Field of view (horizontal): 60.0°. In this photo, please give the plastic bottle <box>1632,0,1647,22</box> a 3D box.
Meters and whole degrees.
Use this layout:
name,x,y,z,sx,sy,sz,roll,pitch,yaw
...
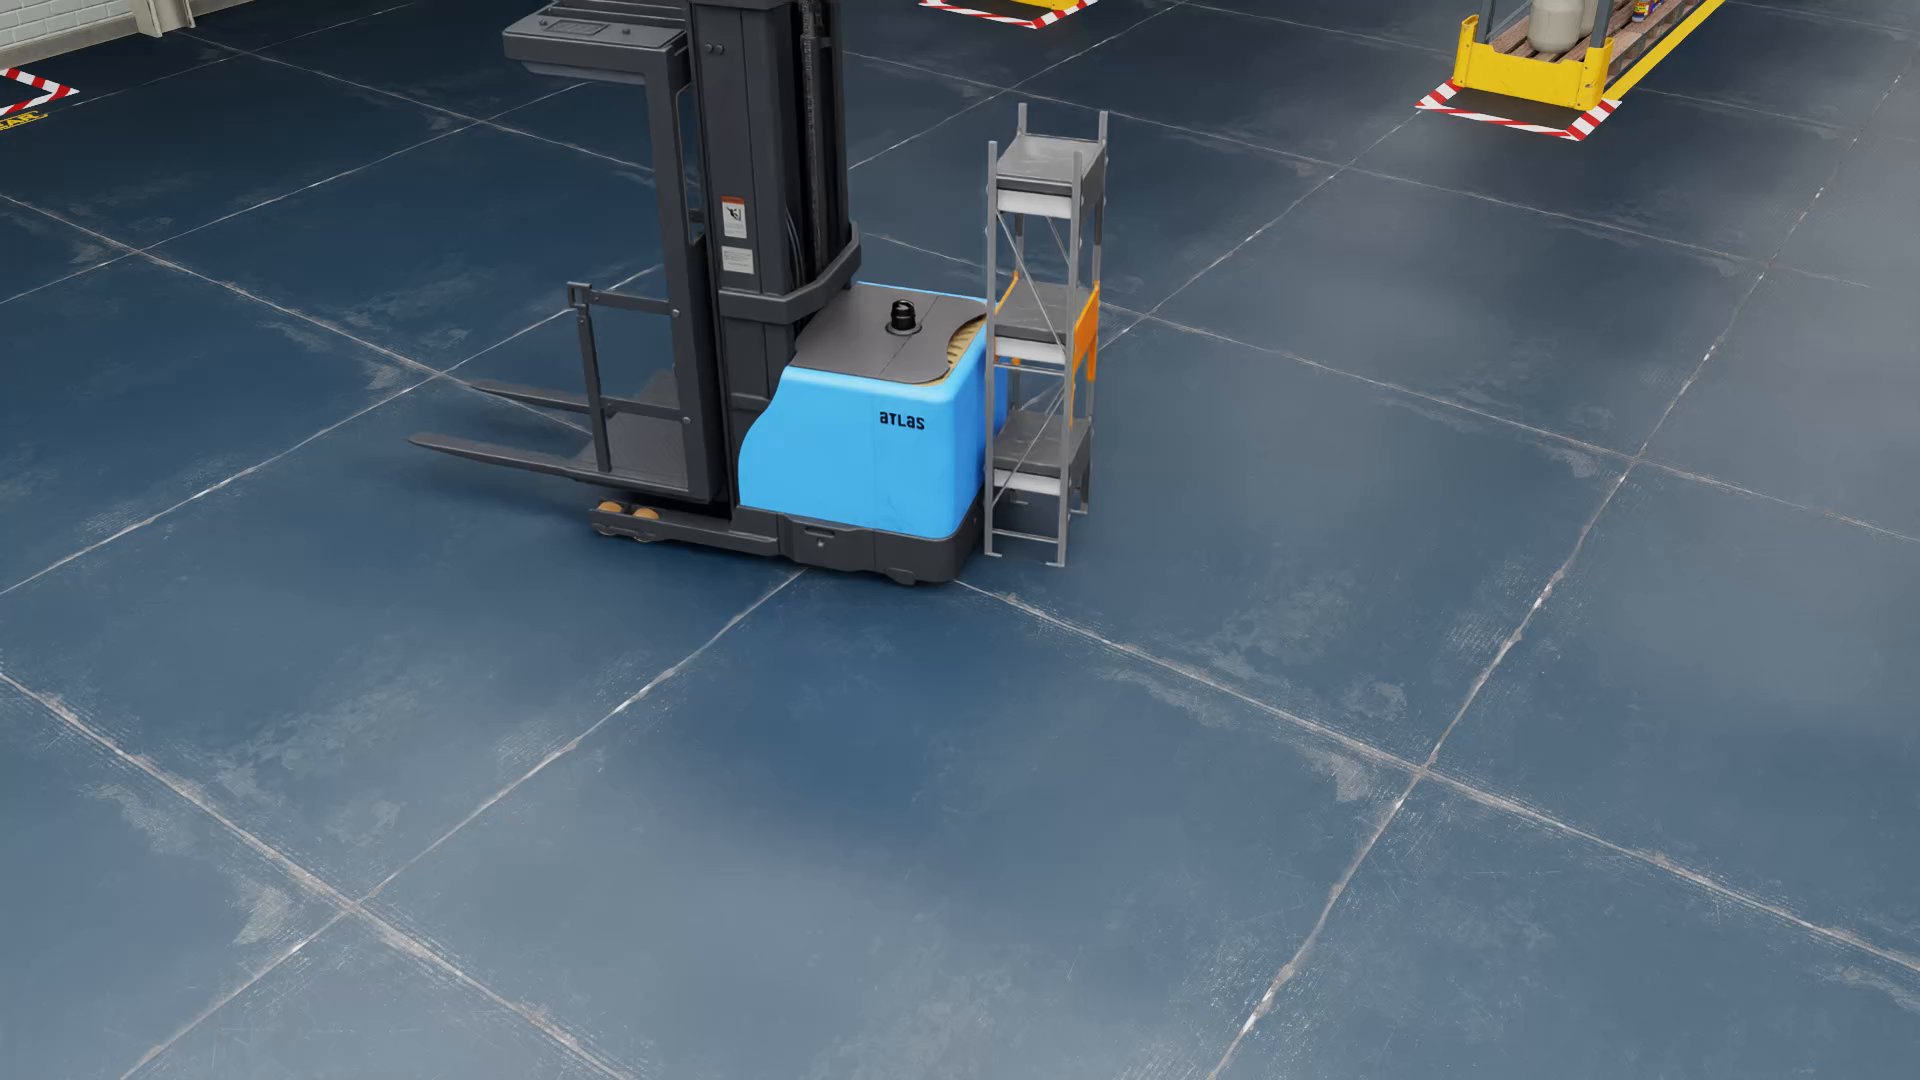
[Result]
name,x,y,z,sx,sy,sz,roll,pitch,yaw
plastic bottle,5.948,-4.675,14.528,0.097,0.271,0.097,0,34,0

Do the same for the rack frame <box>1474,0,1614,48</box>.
name,x,y,z,sx,sy,sz,roll,pitch,yaw
rack frame,4.658,-4.888,12.800,1.000,3.000,0.127,21,39,28

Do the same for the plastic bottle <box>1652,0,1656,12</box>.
name,x,y,z,sx,sy,sz,roll,pitch,yaw
plastic bottle,6.143,-4.833,14.761,0.097,0.271,0.097,0,34,0

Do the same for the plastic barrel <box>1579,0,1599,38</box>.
name,x,y,z,sx,sy,sz,roll,pitch,yaw
plastic barrel,5.256,-4.589,14.205,0.421,0.512,0.421,0,34,0

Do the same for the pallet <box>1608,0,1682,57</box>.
name,x,y,z,sx,sy,sz,roll,pitch,yaw
pallet,5.827,-4.714,15.032,1.003,0.211,1.213,21,39,28

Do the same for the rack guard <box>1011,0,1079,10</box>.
name,x,y,z,sx,sy,sz,roll,pitch,yaw
rack guard,0.577,-5.425,15.826,1.175,0.500,0.348,21,39,28

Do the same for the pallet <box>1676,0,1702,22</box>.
name,x,y,z,sx,sy,sz,roll,pitch,yaw
pallet,6.522,-5.278,15.866,1.003,0.211,1.213,21,39,28

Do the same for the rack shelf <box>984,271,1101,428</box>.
name,x,y,z,sx,sy,sz,roll,pitch,yaw
rack shelf,0.383,-0.888,7.714,0.431,0.518,0.480,9,35,14

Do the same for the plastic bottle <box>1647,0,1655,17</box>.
name,x,y,z,sx,sy,sz,roll,pitch,yaw
plastic bottle,6.092,-4.778,14.670,0.061,0.283,0.133,22,40,29

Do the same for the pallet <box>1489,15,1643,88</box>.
name,x,y,z,sx,sy,sz,roll,pitch,yaw
pallet,5.130,-4.155,14.206,1.003,0.211,1.213,21,39,28

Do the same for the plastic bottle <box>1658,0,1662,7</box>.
name,x,y,z,sx,sy,sz,roll,pitch,yaw
plastic bottle,6.257,-4.895,14.916,0.097,0.201,0.097,0,34,0

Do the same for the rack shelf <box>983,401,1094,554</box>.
name,x,y,z,sx,sy,sz,roll,pitch,yaw
rack shelf,0.383,-0.309,8.106,0.431,0.518,0.480,9,35,14

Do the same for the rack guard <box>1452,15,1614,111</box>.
name,x,y,z,sx,sy,sz,roll,pitch,yaw
rack guard,4.663,-3.902,13.574,1.175,0.500,0.348,21,39,28

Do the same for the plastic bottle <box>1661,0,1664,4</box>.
name,x,y,z,sx,sy,sz,roll,pitch,yaw
plastic bottle,6.316,-4.972,14.967,0.097,0.271,0.097,0,34,0

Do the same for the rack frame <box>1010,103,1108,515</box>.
name,x,y,z,sx,sy,sz,roll,pitch,yaw
rack frame,0.453,-1.031,7.900,0.400,2.100,0.015,9,35,14

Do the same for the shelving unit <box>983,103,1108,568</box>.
name,x,y,z,sx,sy,sz,roll,pitch,yaw
shelving unit,0.383,-0.900,7.706,0.431,2.100,0.503,9,35,14

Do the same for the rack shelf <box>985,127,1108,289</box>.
name,x,y,z,sx,sy,sz,roll,pitch,yaw
rack shelf,0.383,-1.468,7.322,0.431,0.518,0.480,9,35,14

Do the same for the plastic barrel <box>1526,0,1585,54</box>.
name,x,y,z,sx,sy,sz,roll,pitch,yaw
plastic barrel,4.971,-4.359,13.863,0.421,0.512,0.421,0,34,0

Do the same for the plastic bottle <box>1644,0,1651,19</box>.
name,x,y,z,sx,sy,sz,roll,pitch,yaw
plastic bottle,6.007,-4.693,14.618,0.097,0.201,0.097,0,34,0

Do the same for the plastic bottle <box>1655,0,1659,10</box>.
name,x,y,z,sx,sy,sz,roll,pitch,yaw
plastic bottle,6.200,-4.879,14.829,0.097,0.271,0.097,0,34,0

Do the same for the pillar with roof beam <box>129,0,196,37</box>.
name,x,y,z,sx,sy,sz,roll,pitch,yaw
pillar with roof beam,-3.677,-7.000,10.567,9.100,9.000,0.400,21,39,28

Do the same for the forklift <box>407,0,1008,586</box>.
name,x,y,z,sx,sy,sz,roll,pitch,yaw
forklift,-1.328,-1.473,7.812,3.031,2.935,1.130,10,35,14

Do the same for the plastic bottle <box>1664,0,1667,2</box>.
name,x,y,z,sx,sy,sz,roll,pitch,yaw
plastic bottle,6.374,-4.990,15.056,0.097,0.201,0.097,0,34,0

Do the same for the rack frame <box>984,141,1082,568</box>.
name,x,y,z,sx,sy,sz,roll,pitch,yaw
rack frame,0.313,-0.769,7.512,0.400,2.100,0.015,9,35,14
